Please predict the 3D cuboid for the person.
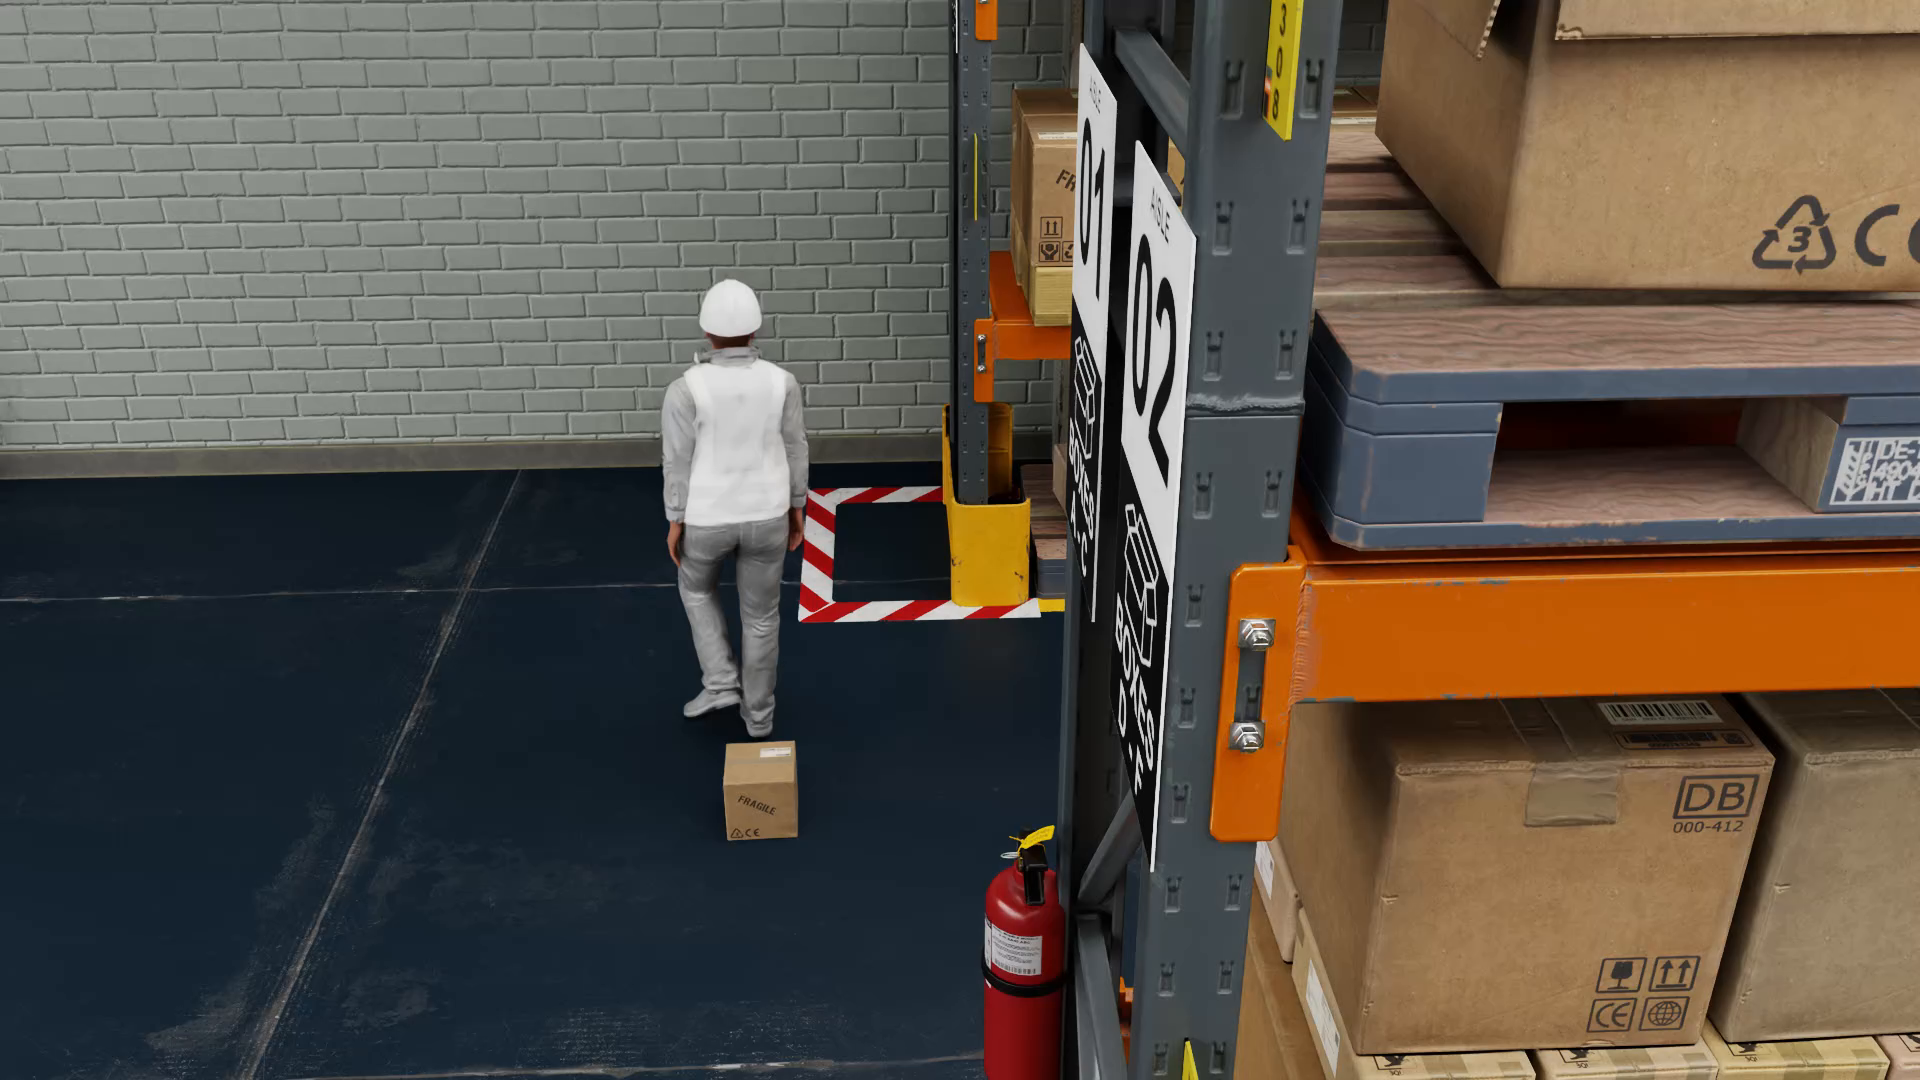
[{"bbox_3d":[-0.831,-0.104,6.252,0.557,1.760,0.488,-8,28,-14],"label":"person"}]
